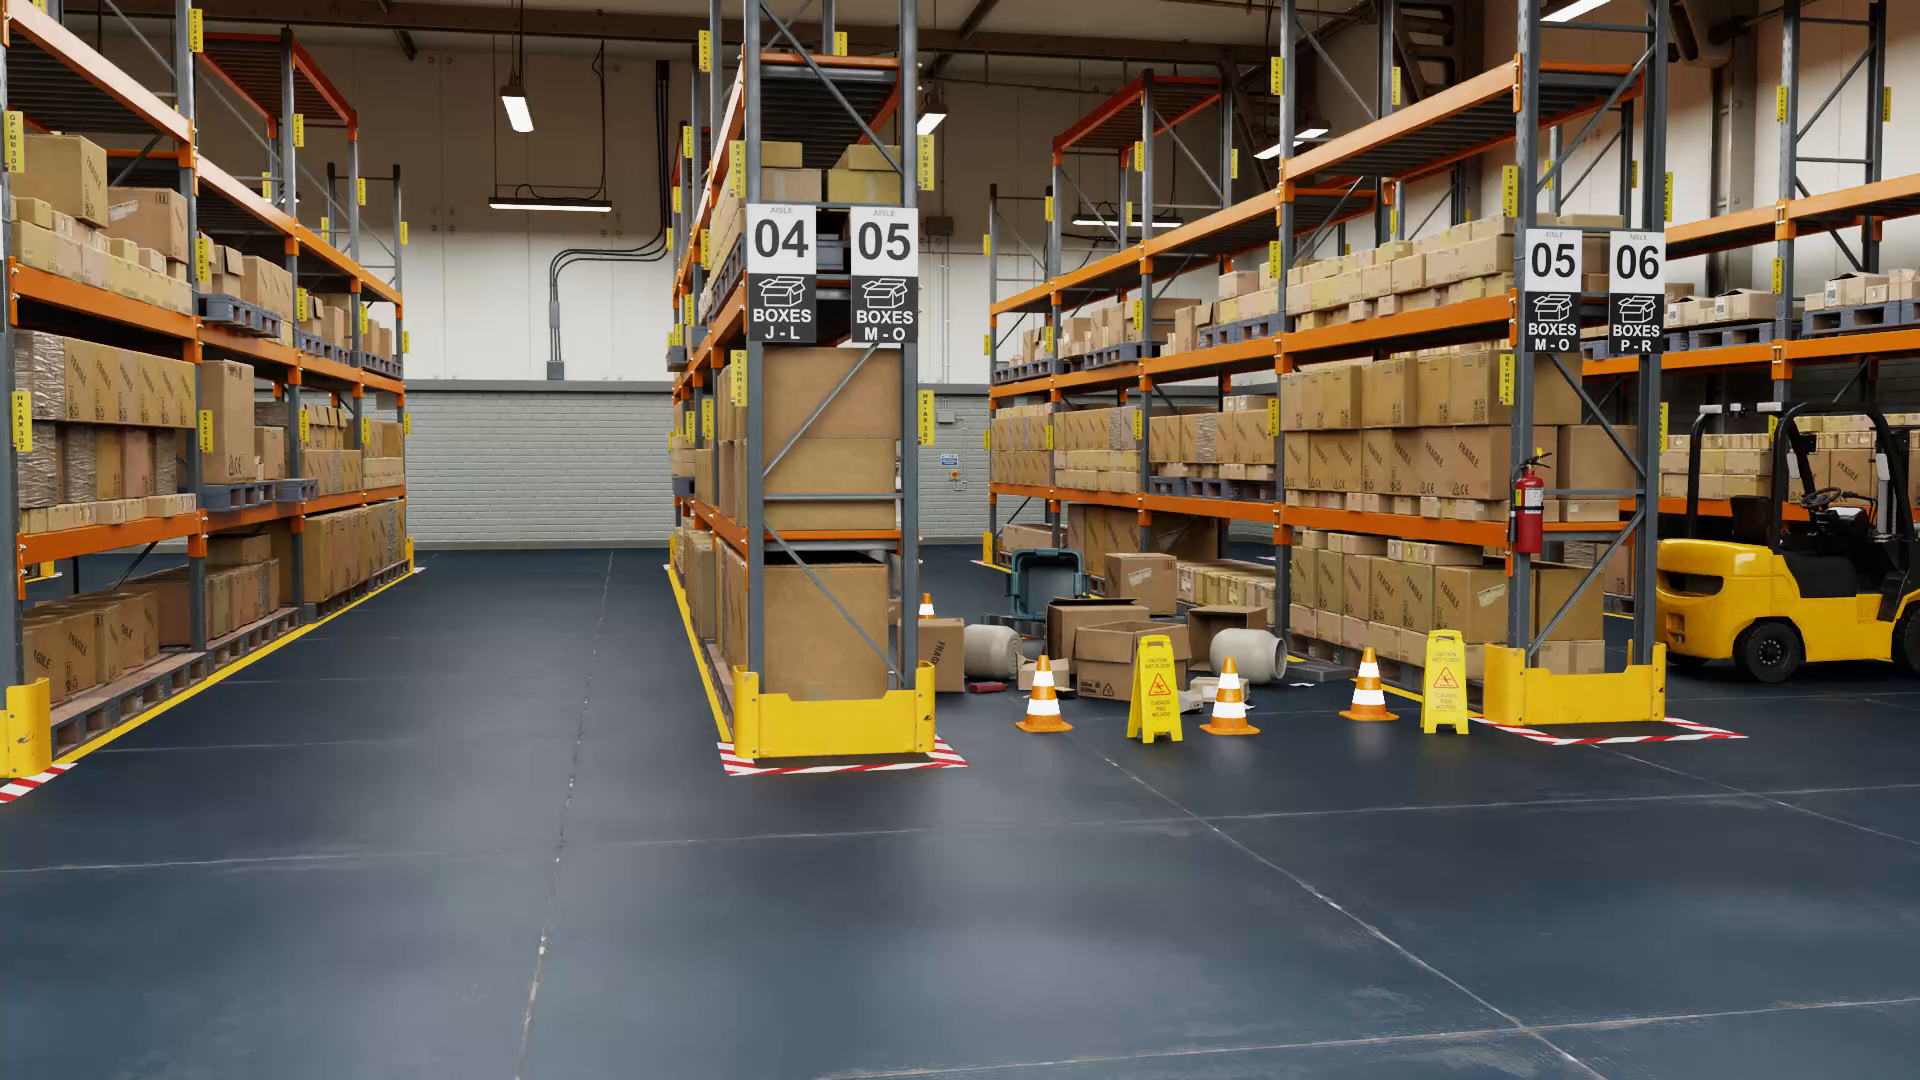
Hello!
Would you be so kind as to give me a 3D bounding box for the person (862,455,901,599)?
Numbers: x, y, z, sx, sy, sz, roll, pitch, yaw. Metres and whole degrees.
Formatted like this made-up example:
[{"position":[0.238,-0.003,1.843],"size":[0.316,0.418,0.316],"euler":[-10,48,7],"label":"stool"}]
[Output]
[{"position":[-0.764,-0.019,17.399],"size":[0.591,1.746,0.437],"euler":[-1,3,-14],"label":"person"}]
